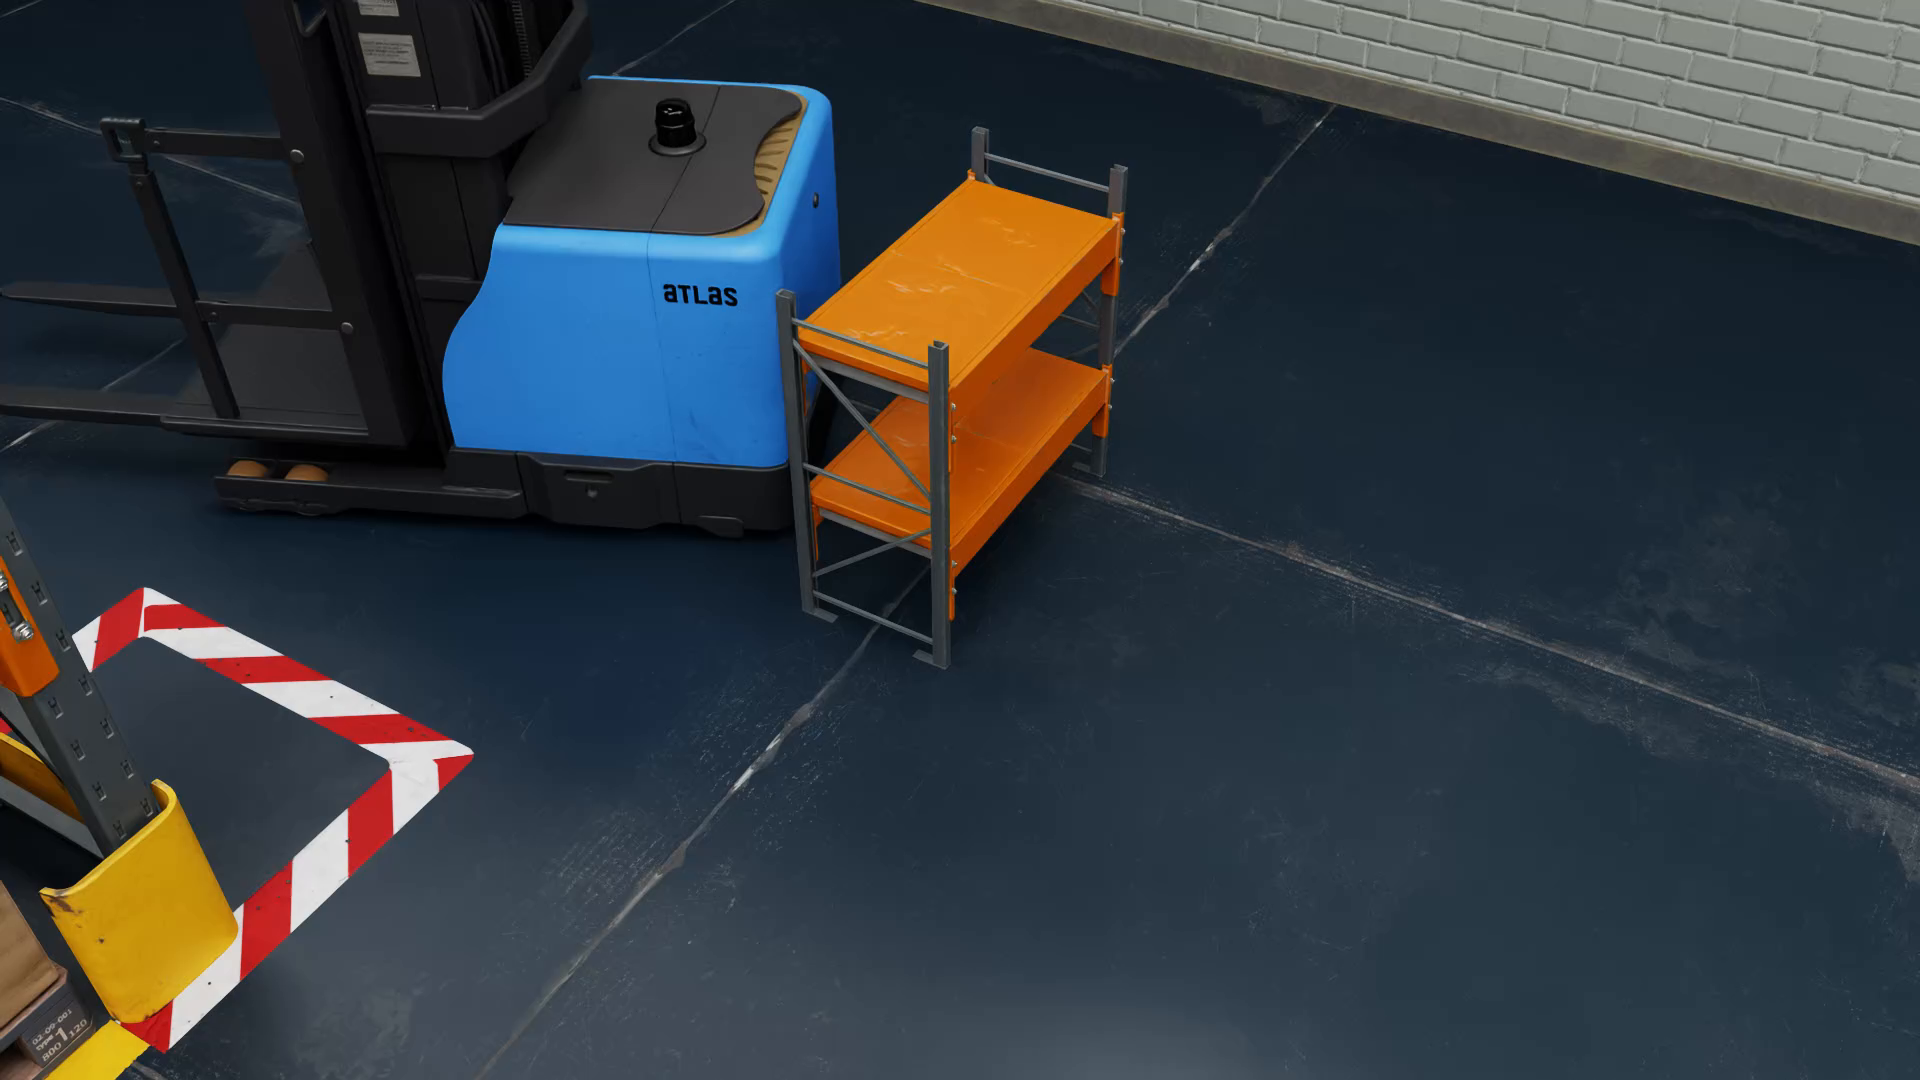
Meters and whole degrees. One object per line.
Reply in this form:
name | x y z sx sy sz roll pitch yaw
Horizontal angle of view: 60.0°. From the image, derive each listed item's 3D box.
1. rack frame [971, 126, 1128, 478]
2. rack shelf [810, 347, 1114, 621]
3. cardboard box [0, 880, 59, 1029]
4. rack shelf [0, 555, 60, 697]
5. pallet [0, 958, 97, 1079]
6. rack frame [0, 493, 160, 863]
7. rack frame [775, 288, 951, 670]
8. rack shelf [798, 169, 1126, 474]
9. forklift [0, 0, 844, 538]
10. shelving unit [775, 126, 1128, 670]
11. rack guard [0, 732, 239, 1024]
rack frame | 0.258 -0.717 5.213 0.500 1.125 0.032 21 45 22
rack shelf | 0.003 -0.243 5.044 0.538 0.278 1.000 21 45 22
cardboard box | -2.385 0.869 3.552 0.500 0.500 0.500 21 45 22
rack shelf | -3.327 1.118 2.256 1.077 0.370 4.000 21 45 22
pallet | -2.763 1.250 3.671 1.003 0.211 1.213 21 45 22
rack frame | -2.327 -0.297 3.317 1.000 3.000 0.127 21 45 22
rack frame | -0.251 -0.135 4.552 0.500 1.125 0.032 21 45 22
rack shelf | 0.003 -0.646 4.689 0.538 0.278 1.000 21 45 22
forklift | -1.944 -1.520 4.758 3.031 2.935 1.130 4 42 5
shelving unit | 0.003 -0.426 4.883 0.538 1.125 1.048 21 45 22
rack guard | -2.365 0.685 4.094 1.175 0.500 0.348 21 45 22
